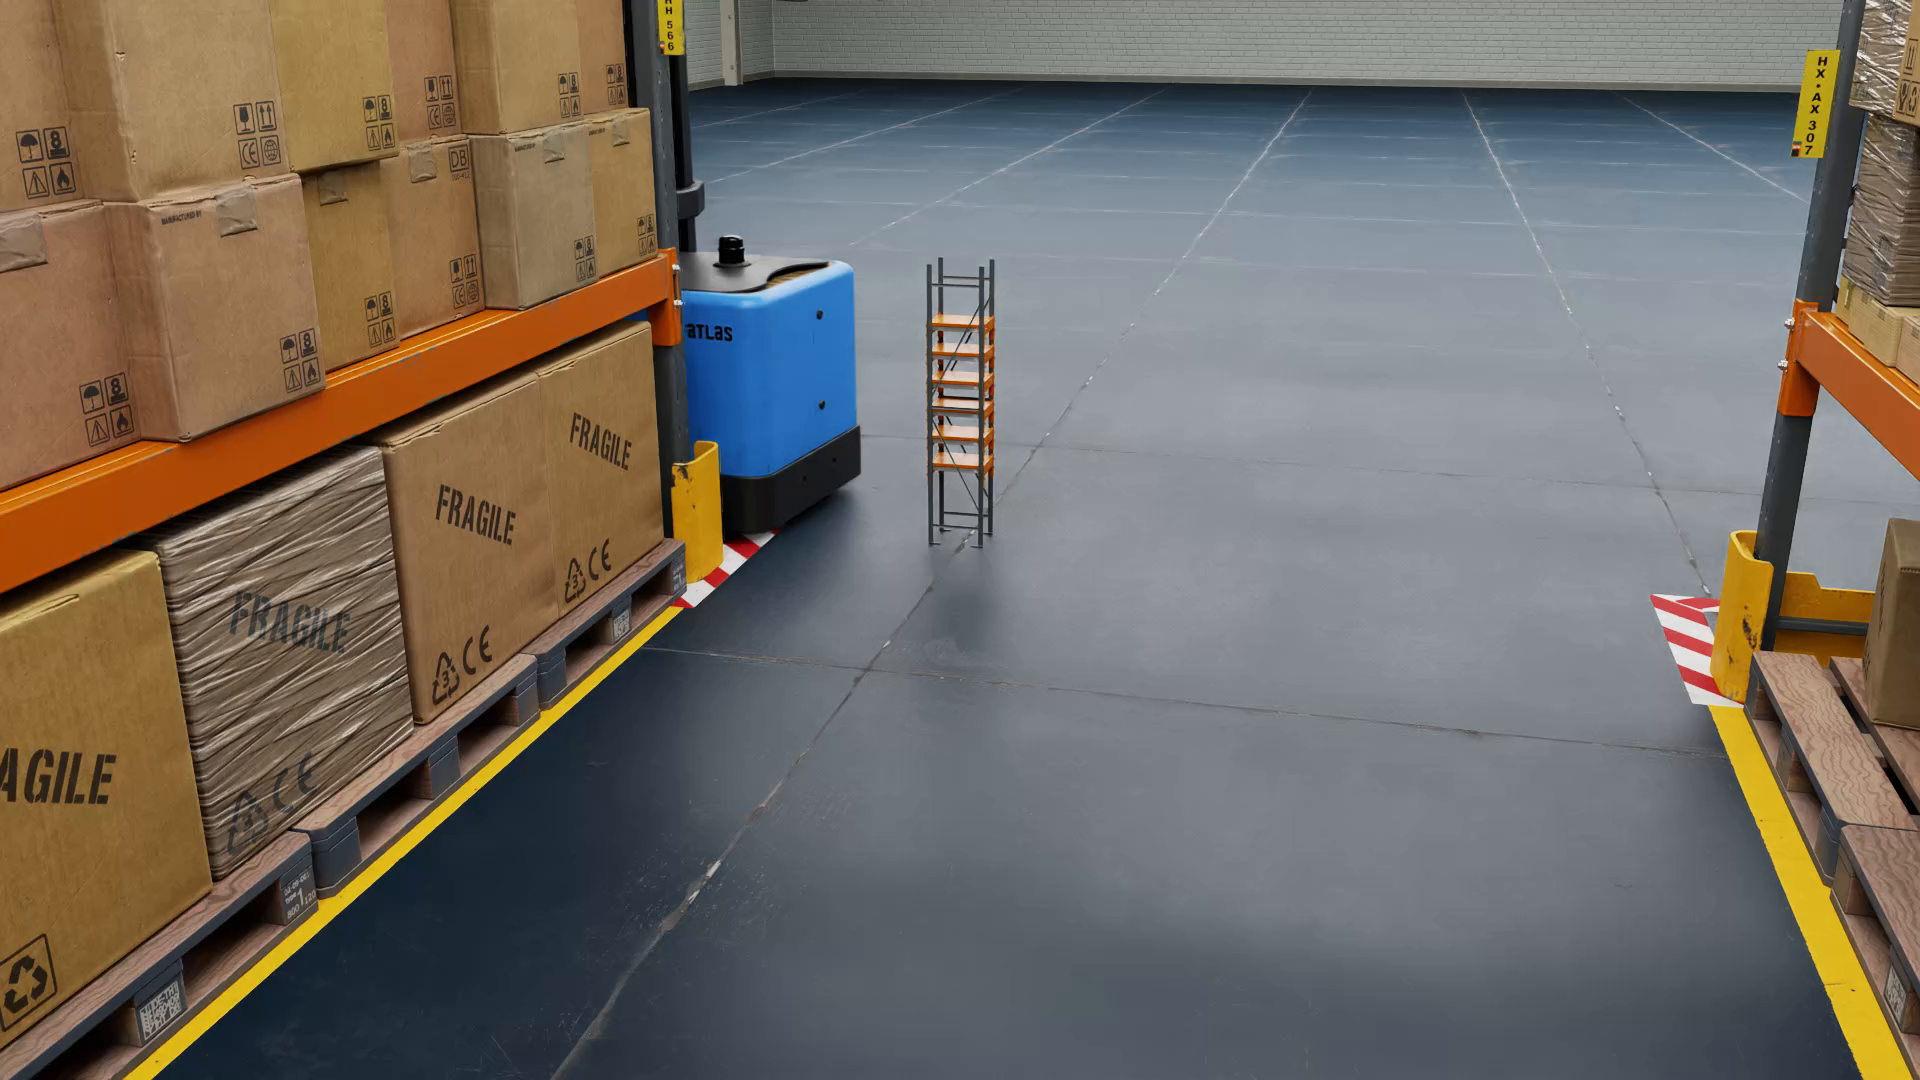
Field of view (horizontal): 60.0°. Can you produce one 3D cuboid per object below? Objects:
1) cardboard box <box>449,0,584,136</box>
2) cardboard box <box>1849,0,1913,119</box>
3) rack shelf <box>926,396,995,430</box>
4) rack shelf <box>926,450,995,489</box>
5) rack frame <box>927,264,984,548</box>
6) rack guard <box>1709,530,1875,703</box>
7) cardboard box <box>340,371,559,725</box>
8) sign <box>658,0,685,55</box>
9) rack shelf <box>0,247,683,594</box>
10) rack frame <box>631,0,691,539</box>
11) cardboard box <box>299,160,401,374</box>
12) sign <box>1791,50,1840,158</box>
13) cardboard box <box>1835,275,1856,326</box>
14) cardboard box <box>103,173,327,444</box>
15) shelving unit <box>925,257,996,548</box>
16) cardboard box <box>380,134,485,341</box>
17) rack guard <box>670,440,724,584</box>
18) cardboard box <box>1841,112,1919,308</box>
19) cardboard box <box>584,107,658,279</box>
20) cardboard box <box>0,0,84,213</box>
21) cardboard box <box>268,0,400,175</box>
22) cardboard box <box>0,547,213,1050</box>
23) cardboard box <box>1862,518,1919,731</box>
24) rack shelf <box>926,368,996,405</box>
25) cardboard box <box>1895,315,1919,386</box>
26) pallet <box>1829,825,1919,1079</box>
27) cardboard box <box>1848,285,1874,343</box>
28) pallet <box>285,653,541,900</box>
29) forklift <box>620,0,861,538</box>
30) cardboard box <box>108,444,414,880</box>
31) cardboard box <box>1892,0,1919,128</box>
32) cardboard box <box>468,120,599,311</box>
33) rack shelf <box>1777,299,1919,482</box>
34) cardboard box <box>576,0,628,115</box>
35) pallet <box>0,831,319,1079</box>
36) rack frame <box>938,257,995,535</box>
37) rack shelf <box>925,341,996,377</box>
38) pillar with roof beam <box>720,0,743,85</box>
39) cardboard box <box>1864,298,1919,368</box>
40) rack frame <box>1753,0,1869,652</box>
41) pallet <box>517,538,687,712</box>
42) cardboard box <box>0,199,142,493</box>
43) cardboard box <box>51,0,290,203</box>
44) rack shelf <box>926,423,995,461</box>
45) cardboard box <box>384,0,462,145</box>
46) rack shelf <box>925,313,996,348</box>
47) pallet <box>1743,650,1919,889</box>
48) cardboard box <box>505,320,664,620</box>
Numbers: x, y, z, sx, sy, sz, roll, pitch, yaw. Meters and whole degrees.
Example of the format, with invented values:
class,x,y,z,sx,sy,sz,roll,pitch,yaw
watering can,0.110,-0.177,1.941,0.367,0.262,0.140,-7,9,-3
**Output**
class,x,y,z,sx,sy,sz,roll,pitch,yaw
cardboard box,-1.759,-1.620,5.388,0.875,0.550,0.550,5,19,13
cardboard box,2.800,-1.418,4.537,0.500,0.500,0.500,5,19,13
rack shelf,0.004,-0.530,7.021,0.258,0.103,0.180,5,19,13
rack shelf,0.004,-0.303,7.099,0.258,0.103,0.180,5,19,13
rack frame,-0.019,-0.544,6.923,0.240,1.200,0.006,5,19,13
rack guard,3.180,0.299,5.539,1.175,0.500,0.348,5,19,13
cardboard box,-1.901,-0.031,5.274,0.875,0.875,0.875,4,19,13
sign,-1.063,-1.944,6.080,0.100,0.325,0.005,5,19,13
rack shelf,-2.075,-0.364,4.725,1.077,0.370,4.000,5,19,13
rack frame,-1.586,-1.331,6.444,1.000,3.000,0.127,5,19,13
cardboard box,-2.094,-0.773,4.578,0.875,0.550,0.500,5,19,13
sign,2.673,-1.360,5.190,0.100,0.325,0.005,5,19,13
cardboard box,2.898,-0.718,5.039,0.380,0.149,0.250,5,19,13
cardboard box,-2.126,-0.599,4.069,0.875,0.550,0.550,5,19,13
shelving unit,0.004,-0.572,7.007,0.258,1.200,0.189,5,19,13
cardboard box,-2.005,-0.942,5.074,0.875,0.550,0.550,5,19,13
rack guard,-1.580,-0.156,6.870,1.175,0.500,0.348,5,19,13
cardboard box,3.038,-0.926,4.642,0.875,0.500,0.500,5,19,13
cardboard box,-1.633,-1.282,6.069,0.875,0.550,0.550,5,19,13
cardboard box,-2.418,-0.954,3.437,0.875,0.550,0.550,5,19,13
cardboard box,-2.031,-1.279,4.389,0.875,0.550,0.500,5,19,13
cardboard box,-2.342,0.538,3.610,0.875,0.875,0.875,5,19,14
cardboard box,3.030,0.271,4.971,0.500,0.500,0.500,9,21,23
rack shelf,0.004,-0.644,6.982,0.258,0.103,0.180,5,19,13
cardboard box,2.702,-0.484,4.353,0.380,0.149,0.250,5,19,13
pallet,2.647,1.069,3.732,1.003,0.211,1.213,5,19,13
cardboard box,2.818,-0.641,4.814,0.380,0.149,0.250,5,19,13
pallet,-2.006,0.627,5.027,1.003,0.211,1.213,5,19,13
forklift,-2.040,-1.676,7.561,3.031,2.935,1.130,7,20,20
cardboard box,-2.125,0.255,4.438,0.875,0.875,0.875,5,19,14
cardboard box,2.671,-1.262,4.080,0.500,0.500,0.500,5,19,13
cardboard box,-1.746,-1.108,5.559,0.875,0.550,0.550,5,19,13
rack shelf,2.710,0.060,3.485,1.077,0.370,4.000,5,19,13
cardboard box,-1.714,-1.800,5.914,0.875,0.550,0.550,5,19,13
pallet,-2.302,1.010,3.904,1.003,0.211,1.213,5,19,13
rack frame,0.026,-0.601,7.091,0.240,1.200,0.006,5,19,13
rack shelf,0.004,-0.757,6.944,0.258,0.103,0.180,5,19,13
pillar with roof beam,-0.765,-13.836,33.774,9.100,9.000,0.400,5,19,13
cardboard box,2.743,-0.564,4.588,0.380,0.149,0.250,5,19,13
rack frame,3.199,-0.908,5.204,1.000,3.000,0.127,5,19,13
pallet,-1.706,0.245,6.143,1.003,0.211,1.213,5,19,13
cardboard box,-2.372,-0.439,3.600,0.875,0.550,0.550,5,19,13
cardboard box,-2.153,-1.112,3.901,0.875,0.550,0.550,5,19,13
rack shelf,0.004,-0.417,7.060,0.258,0.103,0.180,5,19,13
cardboard box,-2.028,-1.455,4.905,0.875,0.550,0.550,5,19,13
rack shelf,0.004,-0.871,6.905,0.258,0.103,0.180,5,19,13
pallet,2.948,0.688,4.848,1.003,0.211,1.213,5,19,13
cardboard box,-1.688,-0.307,6.082,0.875,0.875,0.875,5,19,14
